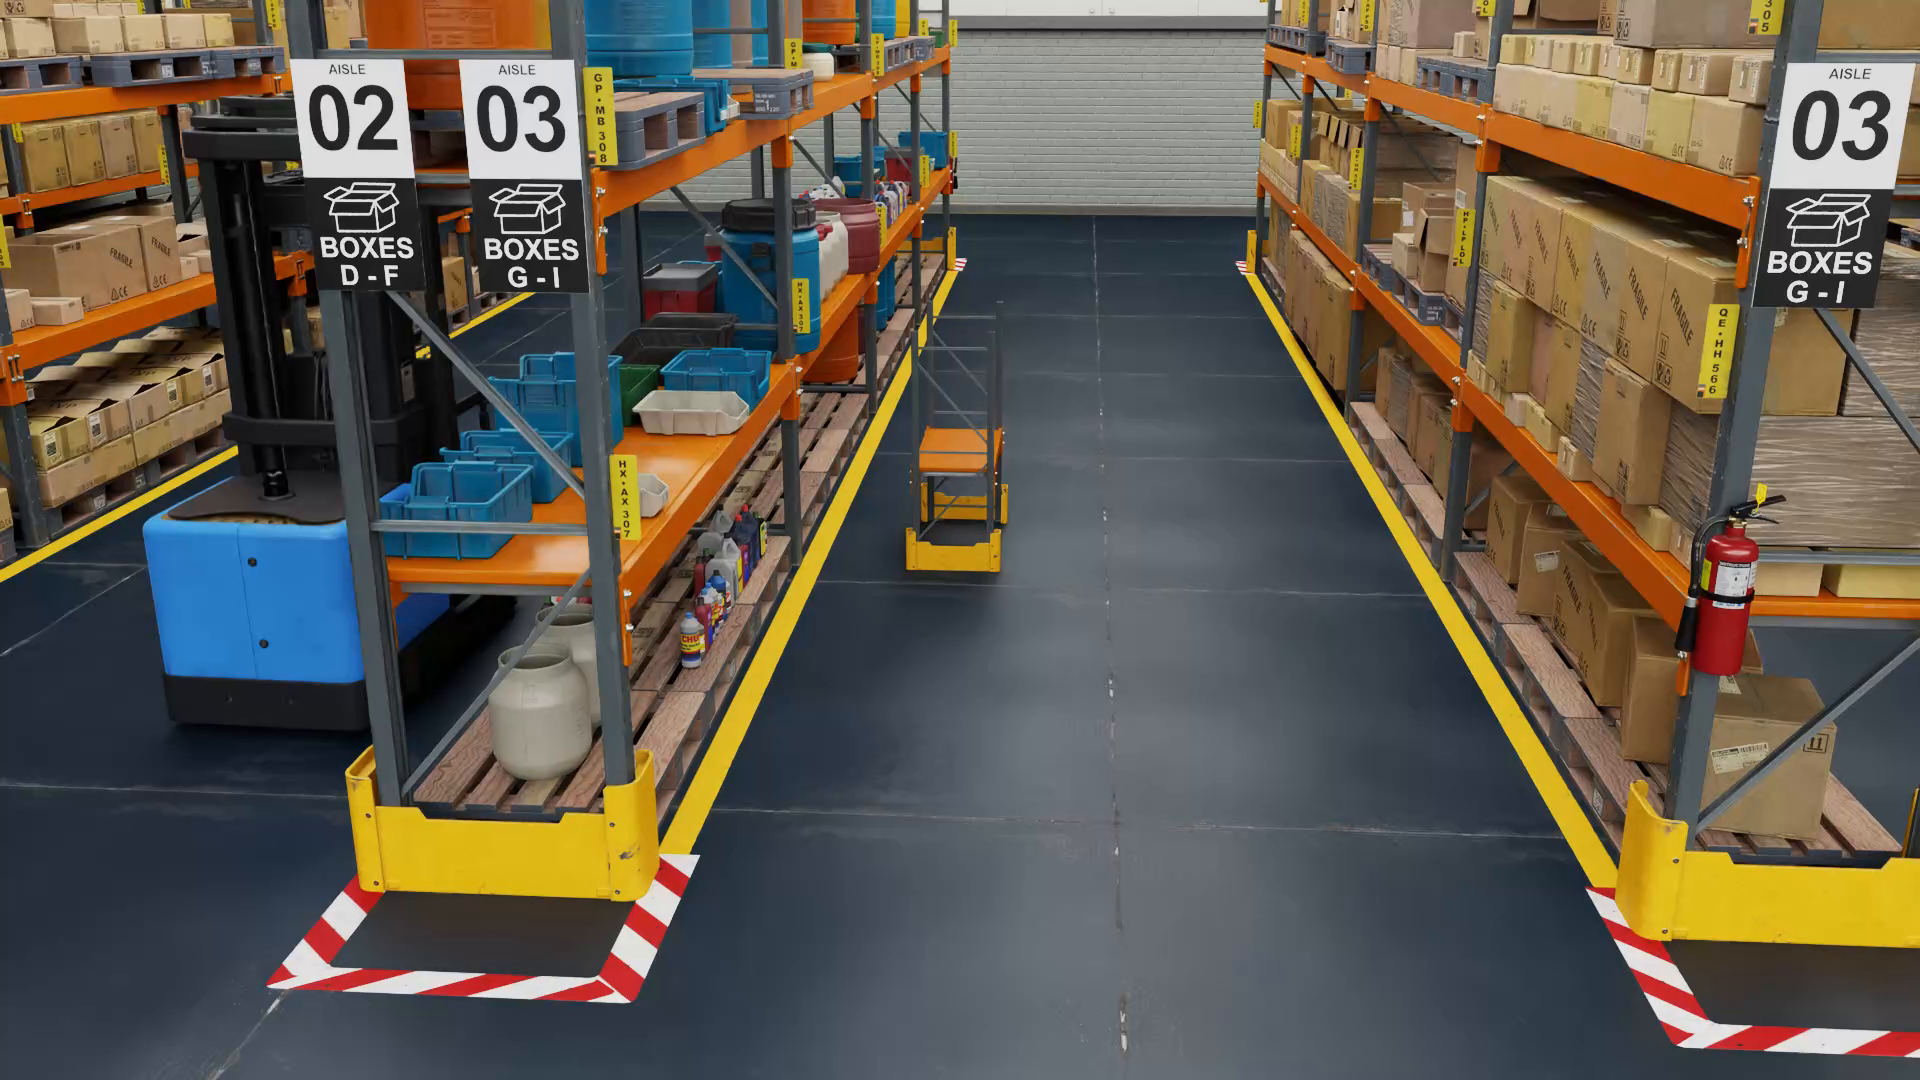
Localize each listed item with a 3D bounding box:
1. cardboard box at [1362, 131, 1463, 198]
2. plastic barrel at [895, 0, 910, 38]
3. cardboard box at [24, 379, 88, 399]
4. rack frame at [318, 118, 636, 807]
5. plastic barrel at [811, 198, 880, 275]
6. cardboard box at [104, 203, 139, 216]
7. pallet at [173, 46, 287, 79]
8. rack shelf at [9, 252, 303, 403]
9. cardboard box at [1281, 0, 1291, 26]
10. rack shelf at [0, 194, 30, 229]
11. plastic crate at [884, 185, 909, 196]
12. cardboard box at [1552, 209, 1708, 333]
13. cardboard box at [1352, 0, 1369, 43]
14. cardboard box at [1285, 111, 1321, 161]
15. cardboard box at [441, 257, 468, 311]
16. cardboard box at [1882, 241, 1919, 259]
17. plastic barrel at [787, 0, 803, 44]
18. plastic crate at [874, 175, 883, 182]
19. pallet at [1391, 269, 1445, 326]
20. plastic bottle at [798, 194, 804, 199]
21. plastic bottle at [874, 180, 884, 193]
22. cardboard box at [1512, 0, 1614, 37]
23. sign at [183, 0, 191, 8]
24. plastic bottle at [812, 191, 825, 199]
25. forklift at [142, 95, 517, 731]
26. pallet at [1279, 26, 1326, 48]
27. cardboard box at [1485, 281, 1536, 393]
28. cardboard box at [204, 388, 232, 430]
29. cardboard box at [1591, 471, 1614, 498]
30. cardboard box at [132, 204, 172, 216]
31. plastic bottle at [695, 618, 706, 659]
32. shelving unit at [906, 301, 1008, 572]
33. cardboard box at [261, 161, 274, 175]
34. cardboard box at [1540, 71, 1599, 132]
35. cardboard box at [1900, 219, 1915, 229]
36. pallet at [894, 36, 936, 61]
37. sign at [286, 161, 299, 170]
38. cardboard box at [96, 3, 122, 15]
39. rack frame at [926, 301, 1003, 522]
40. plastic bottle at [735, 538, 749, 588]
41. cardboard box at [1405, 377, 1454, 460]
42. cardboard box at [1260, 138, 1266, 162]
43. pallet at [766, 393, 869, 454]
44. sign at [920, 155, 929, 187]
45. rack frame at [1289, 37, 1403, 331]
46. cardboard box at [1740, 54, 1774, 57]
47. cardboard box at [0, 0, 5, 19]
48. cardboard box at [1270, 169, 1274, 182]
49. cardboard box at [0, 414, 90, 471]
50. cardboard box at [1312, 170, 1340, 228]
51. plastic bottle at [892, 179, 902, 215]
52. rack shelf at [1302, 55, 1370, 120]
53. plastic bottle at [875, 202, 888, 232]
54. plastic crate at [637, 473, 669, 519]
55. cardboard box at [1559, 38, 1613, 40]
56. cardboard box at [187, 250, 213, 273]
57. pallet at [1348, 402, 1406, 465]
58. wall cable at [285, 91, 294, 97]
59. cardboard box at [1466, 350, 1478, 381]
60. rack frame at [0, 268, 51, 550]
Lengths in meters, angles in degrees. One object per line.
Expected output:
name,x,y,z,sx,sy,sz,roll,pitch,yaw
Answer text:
cardboard box,3.799,-3.164,13.989,0.797,0.503,0.637,2,18,6
plastic barrel,-0.786,-5.192,16.157,0.600,0.588,0.600,0,18,0
cardboard box,-6.625,-1.001,12.002,0.500,0.311,0.500,1,18,4
rack frame,-1.784,-0.039,6.224,1.000,3.000,0.127,1,18,4
plastic barrel,-0.941,-2.437,13.325,0.600,0.536,0.708,1,18,4
cardboard box,-10.695,-4.215,21.269,0.380,0.149,0.250,1,18,4
pallet,-6.110,-3.758,13.061,1.213,0.211,1.003,2,18,6
rack shelf,-6.294,-1.672,12.364,1.077,0.370,4.000,1,18,4
cardboard box,4.159,-6.283,19.467,0.700,0.500,0.500,1,18,2
rack shelf,-10.948,-3.024,16.489,1.077,0.370,4.000,1,18,4
plastic crate,-0.747,-3.810,18.061,0.396,0.136,0.243,1,18,4
cardboard box,3.062,-1.234,7.629,0.500,0.500,0.500,1,18,4
cardboard box,3.676,-4.546,14.328,0.500,0.500,0.500,2,18,7
cardboard box,3.823,-4.386,18.049,0.500,0.500,0.500,1,18,4
cardboard box,-5.613,-2.739,17.773,0.500,0.500,0.500,1,18,4
cardboard box,3.511,-0.912,6.645,0.500,0.500,0.500,1,18,4
plastic barrel,-1.485,-3.937,12.498,0.600,0.901,0.600,0,18,0
plastic crate,-1.111,-4.017,18.711,0.437,0.125,0.590,1,18,4
pallet,3.629,-1.706,11.620,1.003,0.211,1.213,1,18,4
plastic bottle,-1.472,-3.039,15.458,0.144,0.351,0.185,1,18,4
plastic bottle,-0.820,-3.395,16.547,0.144,0.351,0.185,1,18,4
cardboard box,3.576,-2.988,9.568,0.797,0.503,0.637,0,18,1
sign,-9.978,-7.021,21.422,0.100,0.325,0.005,1,18,4
plastic bottle,-1.403,-3.284,16.327,0.152,0.276,0.135,1,18,4
forklift,-3.165,-0.898,8.957,1.130,2.935,3.031,2,18,6
pallet,4.176,-5.670,18.735,1.003,0.211,1.213,1,18,4
cardboard box,3.278,-1.066,8.722,0.875,0.500,0.500,1,18,4
cardboard box,-6.017,-1.043,13.030,0.500,0.250,0.500,2,18,5
cardboard box,3.044,-0.291,7.396,0.380,0.149,0.250,1,18,4
cardboard box,-10.314,-4.206,21.240,0.380,0.149,0.250,2,18,5
plastic bottle,-1.335,0.494,8.387,0.097,0.201,0.097,0,18,0
shelving unit,-0.005,-0.689,10.617,0.587,1.500,1.083,1,18,4
cardboard box,-6.218,-3.080,14.671,0.700,0.500,0.500,-5,19,-15
cardboard box,3.077,-2.072,7.853,0.500,0.250,0.500,1,18,2
cardboard box,8.306,-2.749,14.223,0.380,0.149,0.250,1,18,3
pallet,-0.882,-4.856,16.411,1.213,0.211,1.003,1,18,4
sign,-5.597,-3.174,13.933,0.100,0.325,0.005,1,18,4
cardboard box,-10.375,-6.274,19.840,0.500,0.250,0.500,1,18,2
rack frame,0.030,-0.844,11.090,0.500,1.500,0.032,1,18,4
plastic bottle,-1.239,0.118,9.401,0.061,0.283,0.133,3,18,8
cardboard box,3.641,-0.877,12.089,0.700,0.500,0.500,3,18,9
cardboard box,4.000,-4.824,20.592,0.500,0.250,0.500,1,18,2
pallet,-1.304,-0.959,13.509,1.003,0.211,1.213,1,18,4
sign,-0.375,-3.884,17.516,0.100,0.325,0.005,1,18,4
rack frame,4.017,-3.655,17.261,1.000,3.000,0.127,1,18,4
cardboard box,3.001,-1.643,5.904,0.380,0.149,0.250,1,18,2
cardboard box,-6.354,-3.494,10.312,0.500,0.500,0.500,2,18,5
cardboard box,3.859,-4.276,19.558,0.380,0.149,0.250,1,18,3
cardboard box,-6.159,-0.675,11.007,0.500,0.311,0.500,1,18,4
cardboard box,3.663,-3.254,15.875,0.500,0.500,0.500,1,18,3
plastic bottle,-0.663,-3.449,16.712,0.144,0.351,0.185,1,18,4
rack shelf,3.874,-4.118,15.010,1.077,0.370,4.000,1,18,4
plastic bottle,-0.757,-3.022,15.529,0.152,0.276,0.135,1,18,4
plastic crate,-1.399,-0.184,7.091,0.298,0.136,0.250,1,18,4
cardboard box,3.146,-2.375,8.136,0.380,0.149,0.250,2,18,6
cardboard box,-5.939,-2.230,13.316,0.380,0.149,0.250,1,18,4
pallet,3.673,-0.845,13.163,1.003,0.211,1.213,1,18,4
wall cable,-9.756,-8.353,26.950,3.097,2.526,0.112,1,18,4
cardboard box,3.128,-0.991,9.534,0.380,0.149,0.250,1,18,4
rack frame,-6.437,-1.393,10.356,1.000,3.000,0.127,1,18,4
